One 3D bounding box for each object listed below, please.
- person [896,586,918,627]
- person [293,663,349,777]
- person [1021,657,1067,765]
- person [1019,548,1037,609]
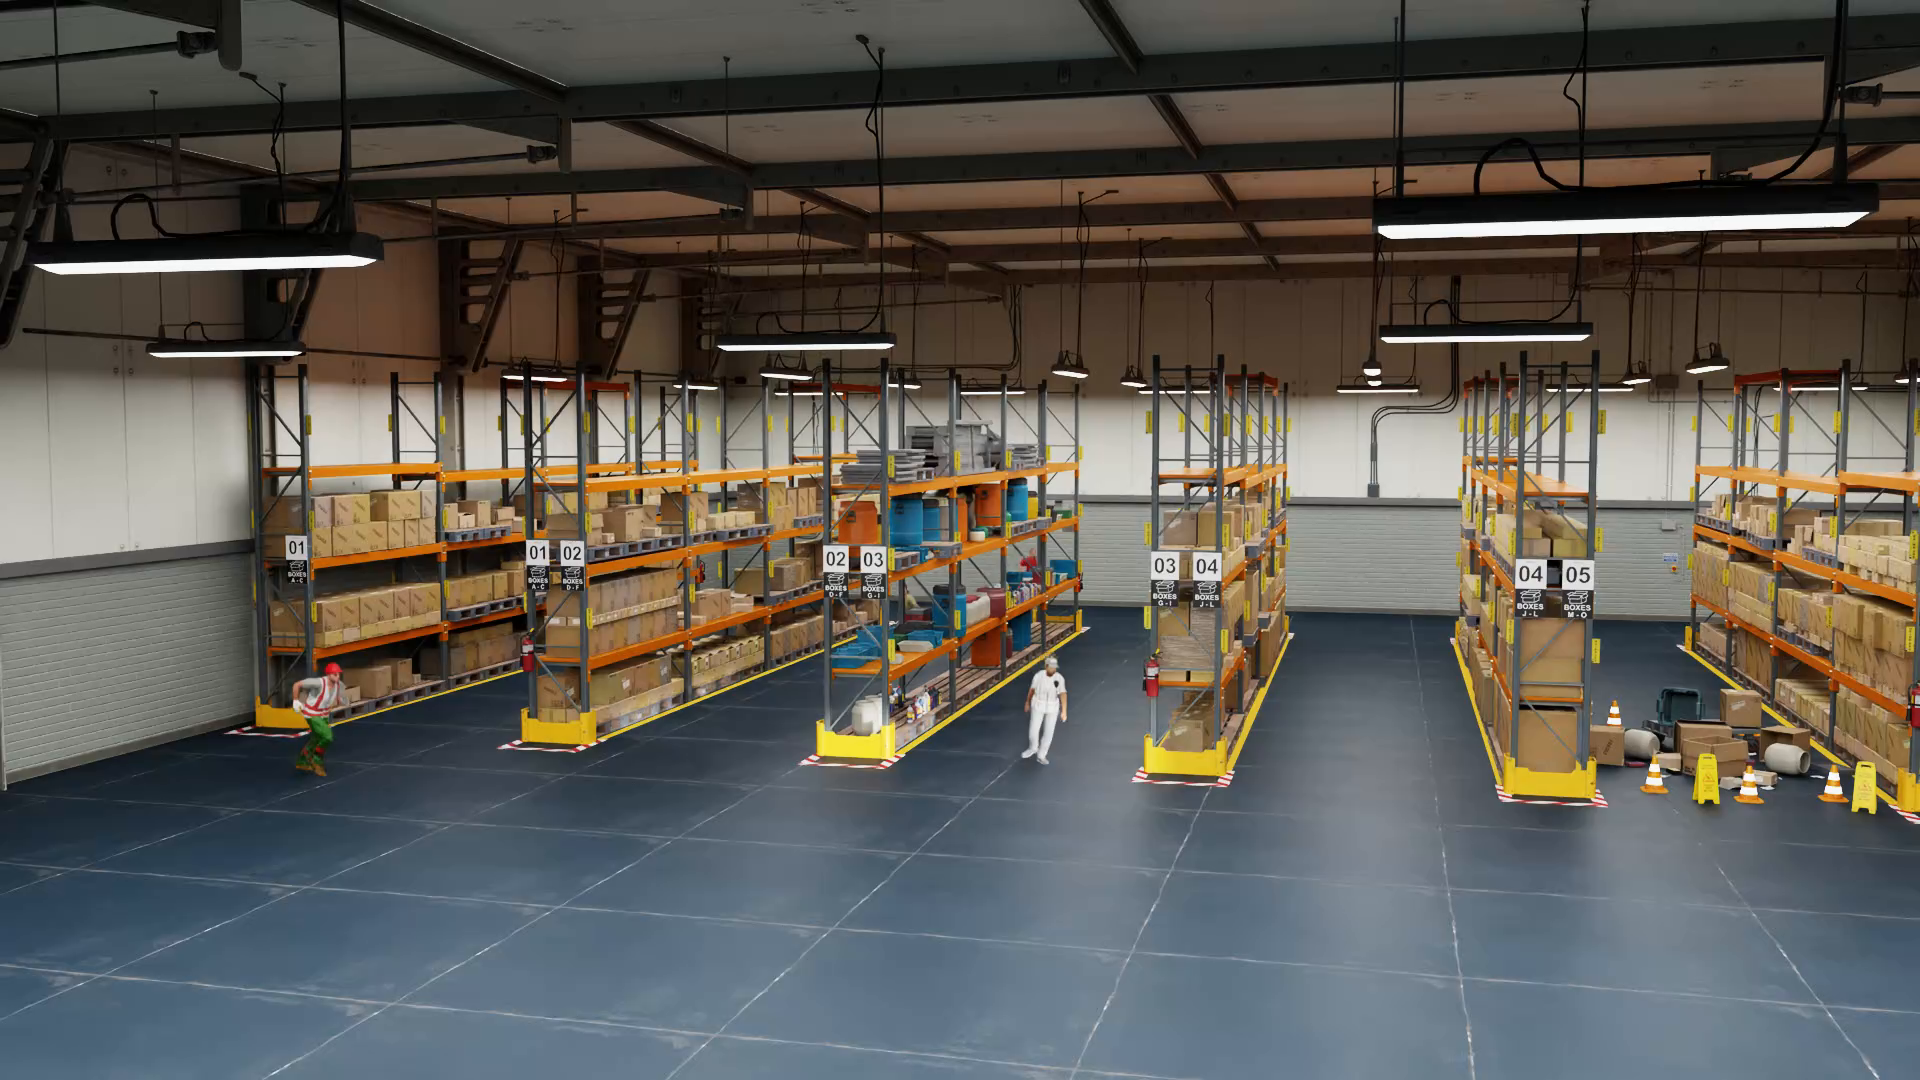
[{"bbox_3d":[-1.096,1.699,36.667,0.590,1.504,1.038,2,4,27],"label":"person"},{"bbox_3d":[-9.145,2.558,23.652,0.970,1.660,0.712,2,4,26],"label":"person"},{"bbox_3d":[1.240,2.513,24.481,0.649,1.627,0.606,0,4,-4],"label":"person"},{"bbox_3d":[1.848,1.083,44.582,0.959,1.728,0.624,2,5,30],"label":"person"}]
